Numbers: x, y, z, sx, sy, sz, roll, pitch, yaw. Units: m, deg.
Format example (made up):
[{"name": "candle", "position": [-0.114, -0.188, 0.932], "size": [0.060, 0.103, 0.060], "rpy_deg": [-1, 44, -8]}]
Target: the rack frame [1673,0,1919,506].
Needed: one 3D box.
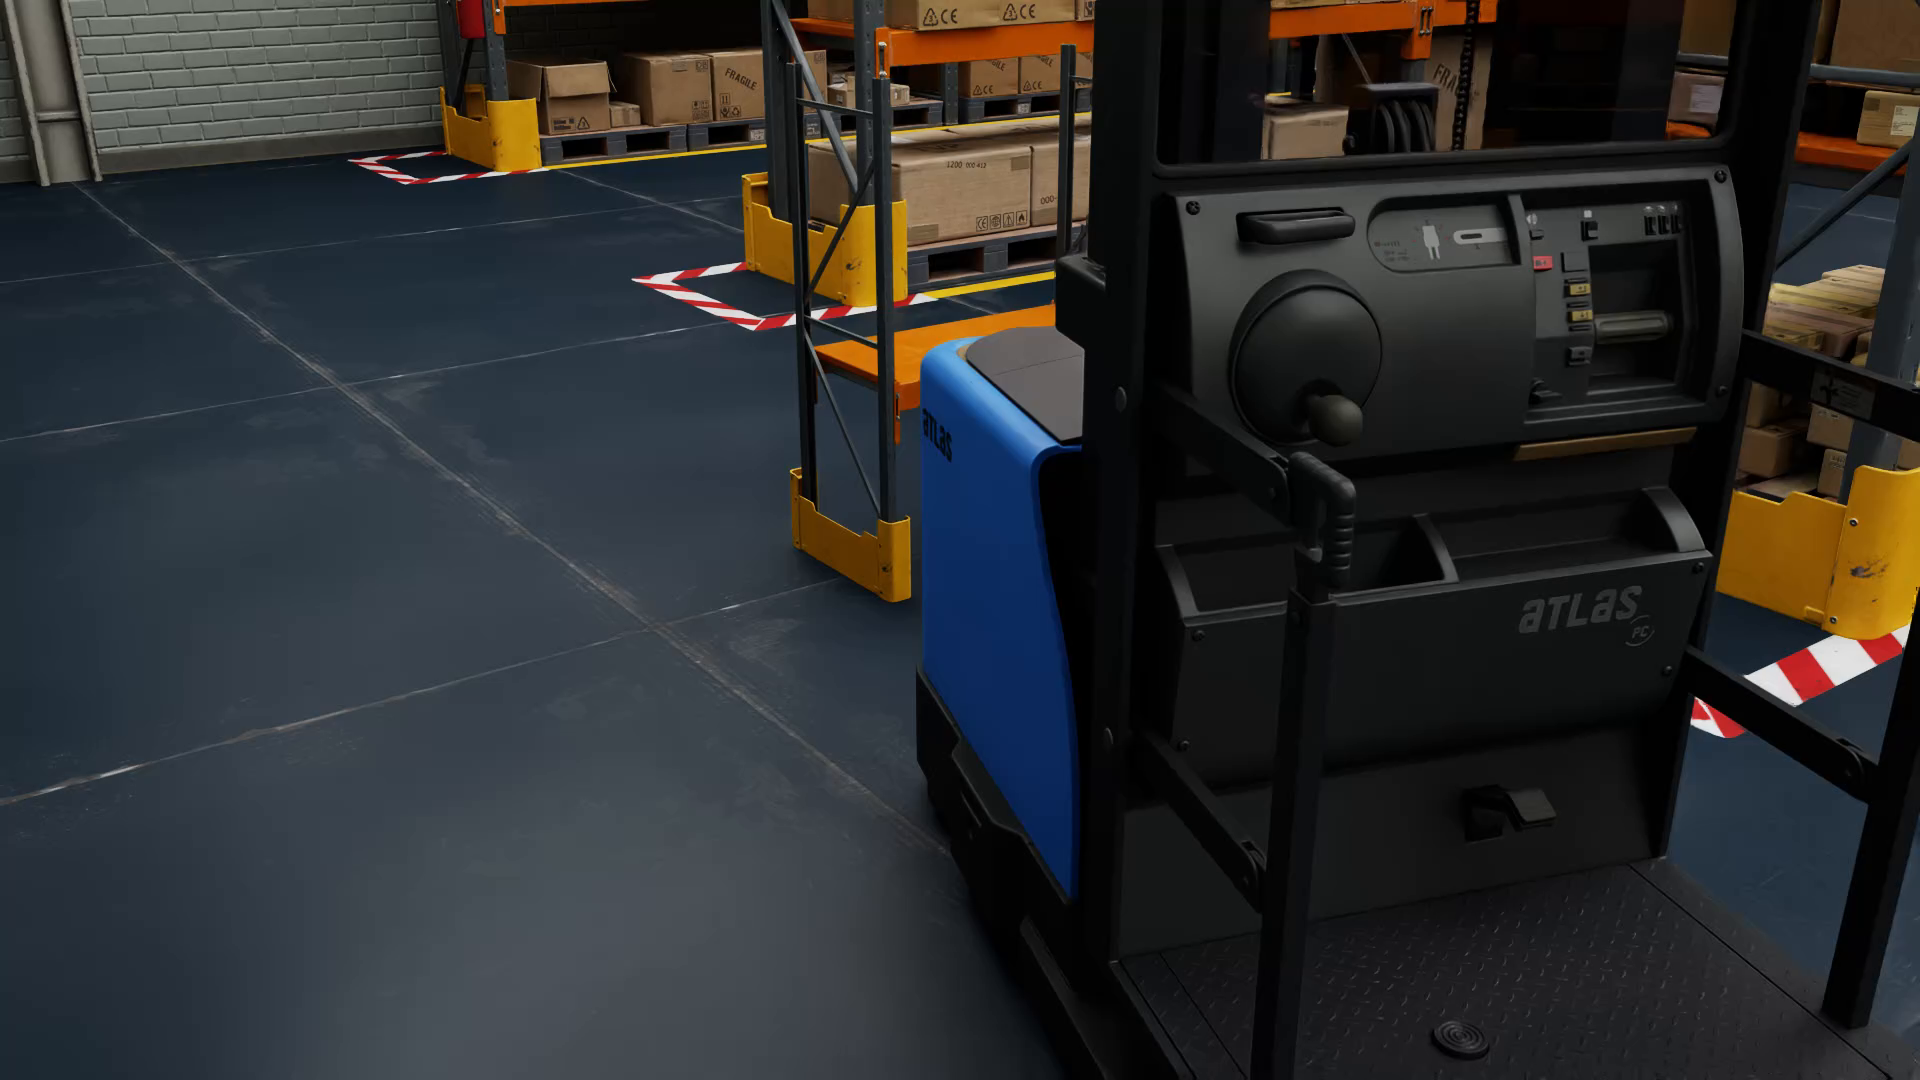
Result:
[{"name": "rack frame", "position": [2.271, -1.296, 4.596], "size": [0.127, 3.000, 1.000], "rpy_deg": [-15, 26, -33]}]

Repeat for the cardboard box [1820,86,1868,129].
[{"name": "cardboard box", "position": [2.594, -1.377, 5.140], "size": [0.250, 0.149, 0.380], "rpy_deg": [-15, 26, -33]}]

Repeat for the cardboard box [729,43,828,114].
[{"name": "cardboard box", "position": [-1.493, -3.792, 13.657], "size": [0.500, 0.500, 0.700], "rpy_deg": [-16, 27, -35]}]

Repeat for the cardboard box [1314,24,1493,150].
[{"name": "cardboard box", "position": [3.002, -2.995, 11.156], "size": [0.875, 0.875, 0.875], "rpy_deg": [-14, 26, -31]}]

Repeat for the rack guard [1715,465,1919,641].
[{"name": "rack guard", "position": [2.333, -0.151, 5.101], "size": [0.348, 0.500, 1.175], "rpy_deg": [-15, 26, -33]}]

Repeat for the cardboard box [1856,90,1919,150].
[{"name": "cardboard box", "position": [2.725, -1.151, 4.572], "size": [0.250, 0.149, 0.380], "rpy_deg": [-15, 26, -33]}]

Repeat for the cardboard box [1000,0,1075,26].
[{"name": "cardboard box", "position": [0.250, -2.945, 8.594], "size": [0.500, 0.500, 0.500], "rpy_deg": [-15, 26, -34]}]

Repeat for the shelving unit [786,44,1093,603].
[{"name": "shelving unit", "position": [0.062, -0.713, 5.160], "size": [1.083, 1.500, 0.587], "rpy_deg": [-15, 26, -33]}]

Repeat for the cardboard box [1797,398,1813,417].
[{"name": "cardboard box", "position": [2.776, -0.545, 5.595], "size": [0.250, 0.149, 0.380], "rpy_deg": [-16, 27, -34]}]

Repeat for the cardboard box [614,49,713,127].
[{"name": "cardboard box", "position": [-2.335, -3.567, 13.094], "size": [0.500, 0.500, 0.700], "rpy_deg": [-14, 26, -31]}]

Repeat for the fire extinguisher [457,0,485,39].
[{"name": "fire extinguisher", "position": [-3.453, -3.876, 11.669], "size": [0.183, 0.674, 0.296], "rpy_deg": [-15, 26, -33]}]

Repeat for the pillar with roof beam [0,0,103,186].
[{"name": "pillar with roof beam", "position": [-3.805, -5.434, 6.873], "size": [0.400, 9.000, 9.100], "rpy_deg": [-15, 26, -33]}]

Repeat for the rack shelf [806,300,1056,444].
[{"name": "rack shelf", "position": [0.069, -0.548, 5.231], "size": [1.000, 0.185, 0.538], "rpy_deg": [-15, 26, -33]}]

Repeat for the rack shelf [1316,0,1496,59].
[{"name": "rack shelf", "position": [4.169, -3.728, 11.662], "size": [4.000, 0.370, 1.077], "rpy_deg": [-15, 26, -33]}]

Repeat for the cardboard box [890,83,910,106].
[{"name": "cardboard box", "position": [-0.638, -3.783, 14.111], "size": [0.250, 0.149, 0.380], "rpy_deg": [-16, 27, -34]}]

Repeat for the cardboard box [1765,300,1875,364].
[{"name": "cardboard box", "position": [2.790, -0.671, 5.508], "size": [0.250, 0.149, 0.380], "rpy_deg": [-14, 26, -32]}]

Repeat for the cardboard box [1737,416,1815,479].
[{"name": "cardboard box", "position": [2.577, -0.343, 5.490], "size": [0.250, 0.149, 0.380], "rpy_deg": [-14, 26, -32]}]

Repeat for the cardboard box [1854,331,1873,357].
[{"name": "cardboard box", "position": [3.048, -0.550, 5.205], "size": [0.250, 0.149, 0.380], "rpy_deg": [-14, 26, -32]}]

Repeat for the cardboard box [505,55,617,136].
[{"name": "cardboard box", "position": [-3.052, -3.395, 12.659], "size": [0.637, 0.503, 0.797], "rpy_deg": [-16, 27, -35]}]

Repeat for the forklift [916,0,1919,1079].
[{"name": "forklift", "position": [0.816, -0.328, 2.263], "size": [1.130, 2.935, 3.031], "rpy_deg": [-6, 23, -16]}]

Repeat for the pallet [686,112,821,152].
[{"name": "pallet", "position": [-1.906, -3.412, 13.663], "size": [1.213, 0.211, 1.003], "rpy_deg": [-15, 26, -33]}]

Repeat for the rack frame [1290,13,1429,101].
[{"name": "rack frame", "position": [2.545, -3.629, 10.443], "size": [0.127, 3.000, 1.000], "rpy_deg": [-15, 26, -33]}]

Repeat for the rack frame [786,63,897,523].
[{"name": "rack frame", "position": [-0.343, -0.605, 4.889], "size": [0.032, 1.500, 0.500], "rpy_deg": [-15, 26, -33]}]

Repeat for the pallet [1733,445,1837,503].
[{"name": "pallet", "position": [3.013, -0.182, 5.569], "size": [1.213, 0.211, 1.003], "rpy_deg": [-15, 26, -33]}]

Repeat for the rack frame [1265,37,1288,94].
[{"name": "rack frame", "position": [2.890, -5.987, 16.353], "size": [0.127, 3.000, 1.000], "rpy_deg": [-15, 26, -33]}]

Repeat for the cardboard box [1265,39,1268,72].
[{"name": "cardboard box", "position": [2.672, -4.865, 16.347], "size": [0.500, 0.500, 0.500], "rpy_deg": [-14, 26, -31]}]

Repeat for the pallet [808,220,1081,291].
[{"name": "pallet", "position": [-0.099, -1.665, 9.283], "size": [1.213, 0.211, 1.003], "rpy_deg": [-15, 26, -33]}]

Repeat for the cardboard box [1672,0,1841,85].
[{"name": "cardboard box", "position": [2.486, -1.655, 4.961], "size": [0.500, 0.500, 0.500], "rpy_deg": [-14, 26, -32]}]

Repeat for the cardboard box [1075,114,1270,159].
[{"name": "cardboard box", "position": [1.246, -2.336, 10.095], "size": [0.875, 0.438, 0.875], "rpy_deg": [-16, 27, -34]}]

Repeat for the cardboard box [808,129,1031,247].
[{"name": "cardboard box", "position": [-0.225, -1.941, 9.104], "size": [0.875, 0.438, 0.875], "rpy_deg": [-16, 27, -35]}]

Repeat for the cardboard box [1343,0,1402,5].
[{"name": "cardboard box", "position": [2.318, -3.498, 9.981], "size": [0.500, 0.500, 0.500], "rpy_deg": [-15, 26, -32]}]

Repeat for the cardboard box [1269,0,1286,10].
[{"name": "cardboard box", "position": [1.504, -3.272, 9.414], "size": [0.500, 0.500, 0.500], "rpy_deg": [-15, 26, -34]}]

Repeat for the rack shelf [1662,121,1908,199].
[{"name": "rack shelf", "position": [3.895, -1.395, 5.815], "size": [4.000, 0.370, 1.077], "rpy_deg": [-15, 26, -33]}]

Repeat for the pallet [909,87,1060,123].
[{"name": "pallet", "position": [0.281, -4.014, 15.170], "size": [1.213, 0.211, 1.003], "rpy_deg": [-15, 26, -33]}]

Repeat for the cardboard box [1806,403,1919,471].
[{"name": "cardboard box", "position": [2.846, -0.341, 5.083], "size": [0.250, 0.149, 0.380], "rpy_deg": [-14, 26, -31]}]

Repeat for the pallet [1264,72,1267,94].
[{"name": "pallet", "position": [2.262, -4.542, 16.494], "size": [1.213, 0.211, 1.003], "rpy_deg": [-15, 26, -33]}]

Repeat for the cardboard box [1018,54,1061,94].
[{"name": "cardboard box", "position": [0.594, -4.311, 14.958], "size": [0.500, 0.500, 0.500], "rpy_deg": [-15, 26, -34]}]

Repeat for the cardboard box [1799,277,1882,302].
[{"name": "cardboard box", "position": [3.174, -0.802, 5.837], "size": [0.250, 0.149, 0.380], "rpy_deg": [-16, 27, -35]}]

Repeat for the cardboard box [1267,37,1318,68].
[{"name": "cardboard box", "position": [3.404, -5.210, 17.044], "size": [0.625, 0.625, 0.875], "rpy_deg": [-14, 26, -31]}]
